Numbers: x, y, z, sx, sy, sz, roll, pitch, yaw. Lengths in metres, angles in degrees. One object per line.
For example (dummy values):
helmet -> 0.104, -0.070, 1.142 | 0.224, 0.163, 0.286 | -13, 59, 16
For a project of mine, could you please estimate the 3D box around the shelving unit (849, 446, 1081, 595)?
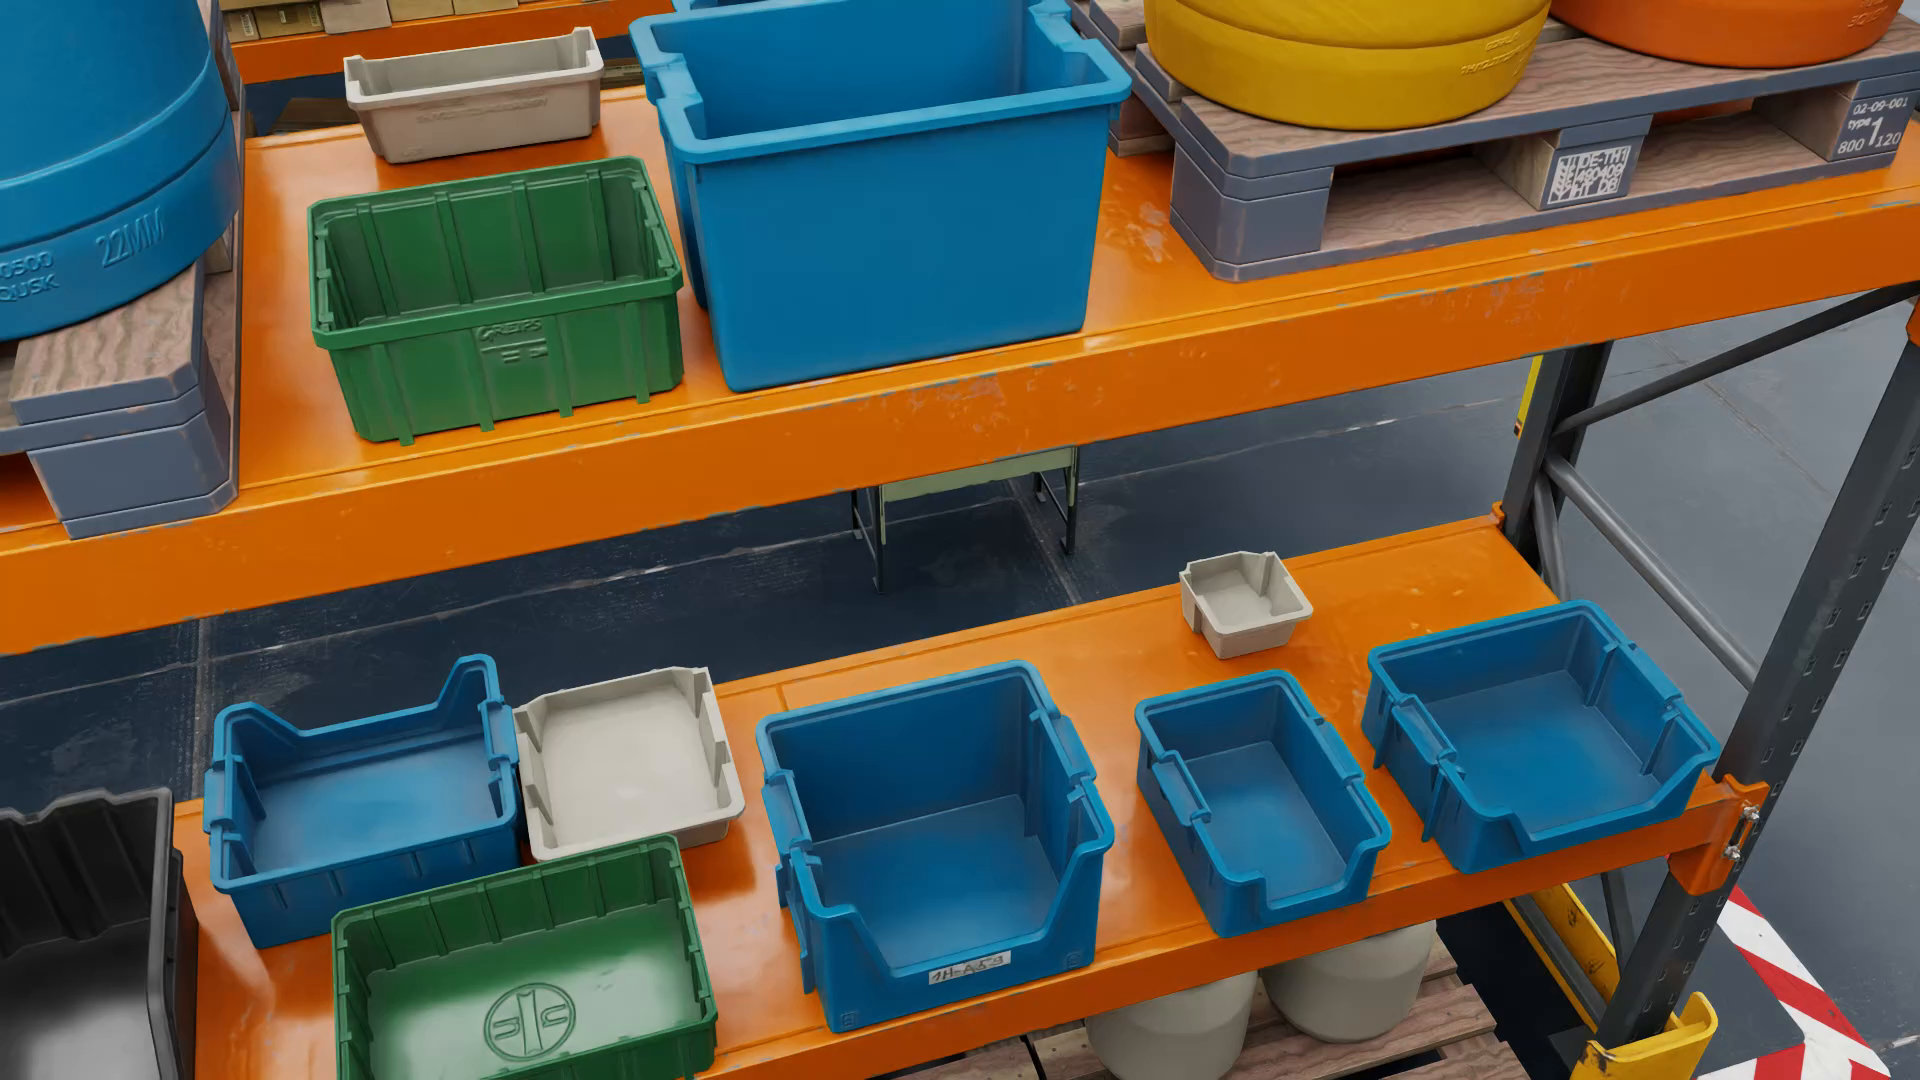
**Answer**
shelving unit -> 0.006, -0.566, 5.758 | 0.755, 1.500, 0.431 | -12, 42, -13

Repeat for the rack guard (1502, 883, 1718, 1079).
rack guard -> 1.559, 1.065, 4.651 | 0.348, 0.500, 1.175 | -12, 42, -13

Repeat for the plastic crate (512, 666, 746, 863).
plastic crate -> -0.725, 0.489, 3.611 | 0.437, 0.136, 0.530 | -12, 42, -13

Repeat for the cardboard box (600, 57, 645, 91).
cardboard box -> -1.633, -1.882, 7.705 | 0.500, 0.500, 0.500 | -8, 42, -9

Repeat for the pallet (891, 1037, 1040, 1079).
pallet -> -0.379, 1.569, 4.293 | 1.213, 0.211, 1.003 | -12, 42, -13

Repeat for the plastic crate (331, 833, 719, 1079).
plastic crate -> -0.818, 0.858, 3.149 | 0.662, 0.188, 0.450 | -12, 42, -13

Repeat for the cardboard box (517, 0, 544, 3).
cardboard box -> -1.738, -2.381, 6.886 | 0.250, 0.149, 0.380 | -12, 42, -13

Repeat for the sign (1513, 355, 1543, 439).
sign -> 1.457, -0.372, 4.185 | 0.005, 0.325, 0.100 | -12, 42, -13

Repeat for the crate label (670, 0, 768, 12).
crate label -> -0.267, -0.832, 2.756 | 0.408, 0.251, 0.502 | -12, 42, -13

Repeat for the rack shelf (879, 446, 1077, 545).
rack shelf -> 0.006, -0.321, 5.973 | 0.720, 0.370, 0.431 | -12, 42, -13

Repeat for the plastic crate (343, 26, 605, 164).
plastic crate -> -0.788, -0.732, 2.728 | 0.396, 0.136, 0.243 | -12, 42, -13

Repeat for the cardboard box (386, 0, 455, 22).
cardboard box -> -2.205, -2.260, 6.748 | 0.250, 0.149, 0.380 | -12, 42, -13

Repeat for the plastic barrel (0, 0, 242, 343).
plastic barrel -> -1.216, -0.737, 1.833 | 0.708, 0.901, 0.600 | -12, 42, -13

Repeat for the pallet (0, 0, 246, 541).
pallet -> -1.539, -0.393, 2.284 | 1.003, 0.211, 1.213 | -12, 42, -13

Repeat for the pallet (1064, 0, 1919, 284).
pallet -> 0.799, -0.878, 2.838 | 1.213, 0.211, 1.003 | -12, 42, -13

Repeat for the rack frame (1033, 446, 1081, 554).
rack frame -> 0.355, -0.638, 5.841 | 0.023, 1.500, 0.400 | -12, 42, -13

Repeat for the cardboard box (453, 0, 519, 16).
cardboard box -> -1.963, -2.303, 6.797 | 0.250, 0.149, 0.380 | -12, 42, -13

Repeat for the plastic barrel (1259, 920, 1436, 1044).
plastic barrel -> 1.013, 1.036, 4.357 | 0.421, 0.512, 0.421 | 0, 41, 0

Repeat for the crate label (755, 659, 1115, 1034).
crate label -> -0.057, 0.599, 3.258 | 0.616, 0.435, 0.502 | -12, 42, -13

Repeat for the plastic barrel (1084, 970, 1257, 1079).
plastic barrel -> 0.535, 1.135, 4.243 | 0.421, 0.512, 0.421 | 0, 41, 0

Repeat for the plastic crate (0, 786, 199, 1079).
plastic crate -> -1.660, 0.869, 3.023 | 0.504, 0.338, 0.767 | -12, 42, -13

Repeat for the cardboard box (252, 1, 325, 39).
cardboard box -> -2.682, -2.161, 6.635 | 0.250, 0.149, 0.380 | -12, 42, -13

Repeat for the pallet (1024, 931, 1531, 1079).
pallet -> 0.783, 1.331, 4.566 | 1.213, 0.211, 1.003 | -12, 42, -13

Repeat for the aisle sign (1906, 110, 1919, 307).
aisle sign -> 1.776, -0.728, 2.828 | 0.004, 0.787, 0.394 | -12, 42, -13

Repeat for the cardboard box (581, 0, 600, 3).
cardboard box -> -1.479, -2.387, 6.893 | 0.250, 0.149, 0.380 | -12, 42, -13

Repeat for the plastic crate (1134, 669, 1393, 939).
plastic crate -> 0.609, 0.546, 3.458 | 0.408, 0.251, 0.499 | -12, 42, -13

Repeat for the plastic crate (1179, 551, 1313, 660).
plastic crate -> 0.668, 0.153, 3.995 | 0.250, 0.136, 0.298 | -12, 42, -13

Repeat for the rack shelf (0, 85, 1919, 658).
rack shelf -> -0.290, -0.385, 2.677 | 4.000, 0.370, 1.077 | -12, 42, -13

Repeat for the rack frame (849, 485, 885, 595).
rack frame -> -0.343, -0.494, 5.675 | 0.023, 1.500, 0.400 | -12, 42, -13

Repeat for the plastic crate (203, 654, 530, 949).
plastic crate -> -1.223, 0.536, 3.469 | 0.616, 0.251, 0.499 | -12, 42, -13

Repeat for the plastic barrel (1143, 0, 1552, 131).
plastic barrel -> 0.569, -0.975, 2.344 | 0.600, 0.588, 0.600 | 0, 41, 0

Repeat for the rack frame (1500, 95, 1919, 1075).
rack frame -> 1.618, 0.079, 3.880 | 0.127, 3.000, 1.000 | -12, 42, -13

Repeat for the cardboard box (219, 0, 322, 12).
cardboard box -> -2.750, -2.515, 6.547 | 0.500, 0.500, 0.875 | -12, 42, -13

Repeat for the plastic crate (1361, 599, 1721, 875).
plastic crate -> 1.230, 0.422, 3.601 | 0.616, 0.251, 0.499 | -12, 42, -13

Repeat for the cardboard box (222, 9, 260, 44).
cardboard box -> -2.917, -2.106, 6.572 | 0.250, 0.149, 0.380 | -12, 42, -13

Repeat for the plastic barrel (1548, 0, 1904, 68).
plastic barrel -> 1.192, -1.195, 2.412 | 0.708, 0.830, 0.600 | -12, 42, -13

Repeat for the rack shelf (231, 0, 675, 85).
rack shelf -> -1.778, -2.363, 7.222 | 4.000, 0.370, 1.077 | -12, 42, -13

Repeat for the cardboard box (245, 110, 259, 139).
cardboard box -> -3.292, -1.510, 7.279 | 0.500, 0.500, 0.500 | -13, 43, -14

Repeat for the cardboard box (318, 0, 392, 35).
cardboard box -> -2.431, -2.185, 6.662 | 0.250, 0.149, 0.380 | -12, 42, -13

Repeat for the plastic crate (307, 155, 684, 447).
plastic crate -> -0.611, -0.321, 2.219 | 0.450, 0.188, 0.336 | -12, 42, -13

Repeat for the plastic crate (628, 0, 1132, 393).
plastic crate -> -0.111, -0.479, 2.251 | 0.575, 0.384, 0.392 | -12, 42, -13

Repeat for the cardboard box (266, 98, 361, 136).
cardboard box -> -2.748, -1.628, 7.414 | 0.500, 0.500, 0.500 | 1, 41, 1

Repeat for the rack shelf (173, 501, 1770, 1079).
rack shelf -> -0.290, 0.745, 3.664 | 4.000, 0.370, 1.077 | -12, 42, -13
